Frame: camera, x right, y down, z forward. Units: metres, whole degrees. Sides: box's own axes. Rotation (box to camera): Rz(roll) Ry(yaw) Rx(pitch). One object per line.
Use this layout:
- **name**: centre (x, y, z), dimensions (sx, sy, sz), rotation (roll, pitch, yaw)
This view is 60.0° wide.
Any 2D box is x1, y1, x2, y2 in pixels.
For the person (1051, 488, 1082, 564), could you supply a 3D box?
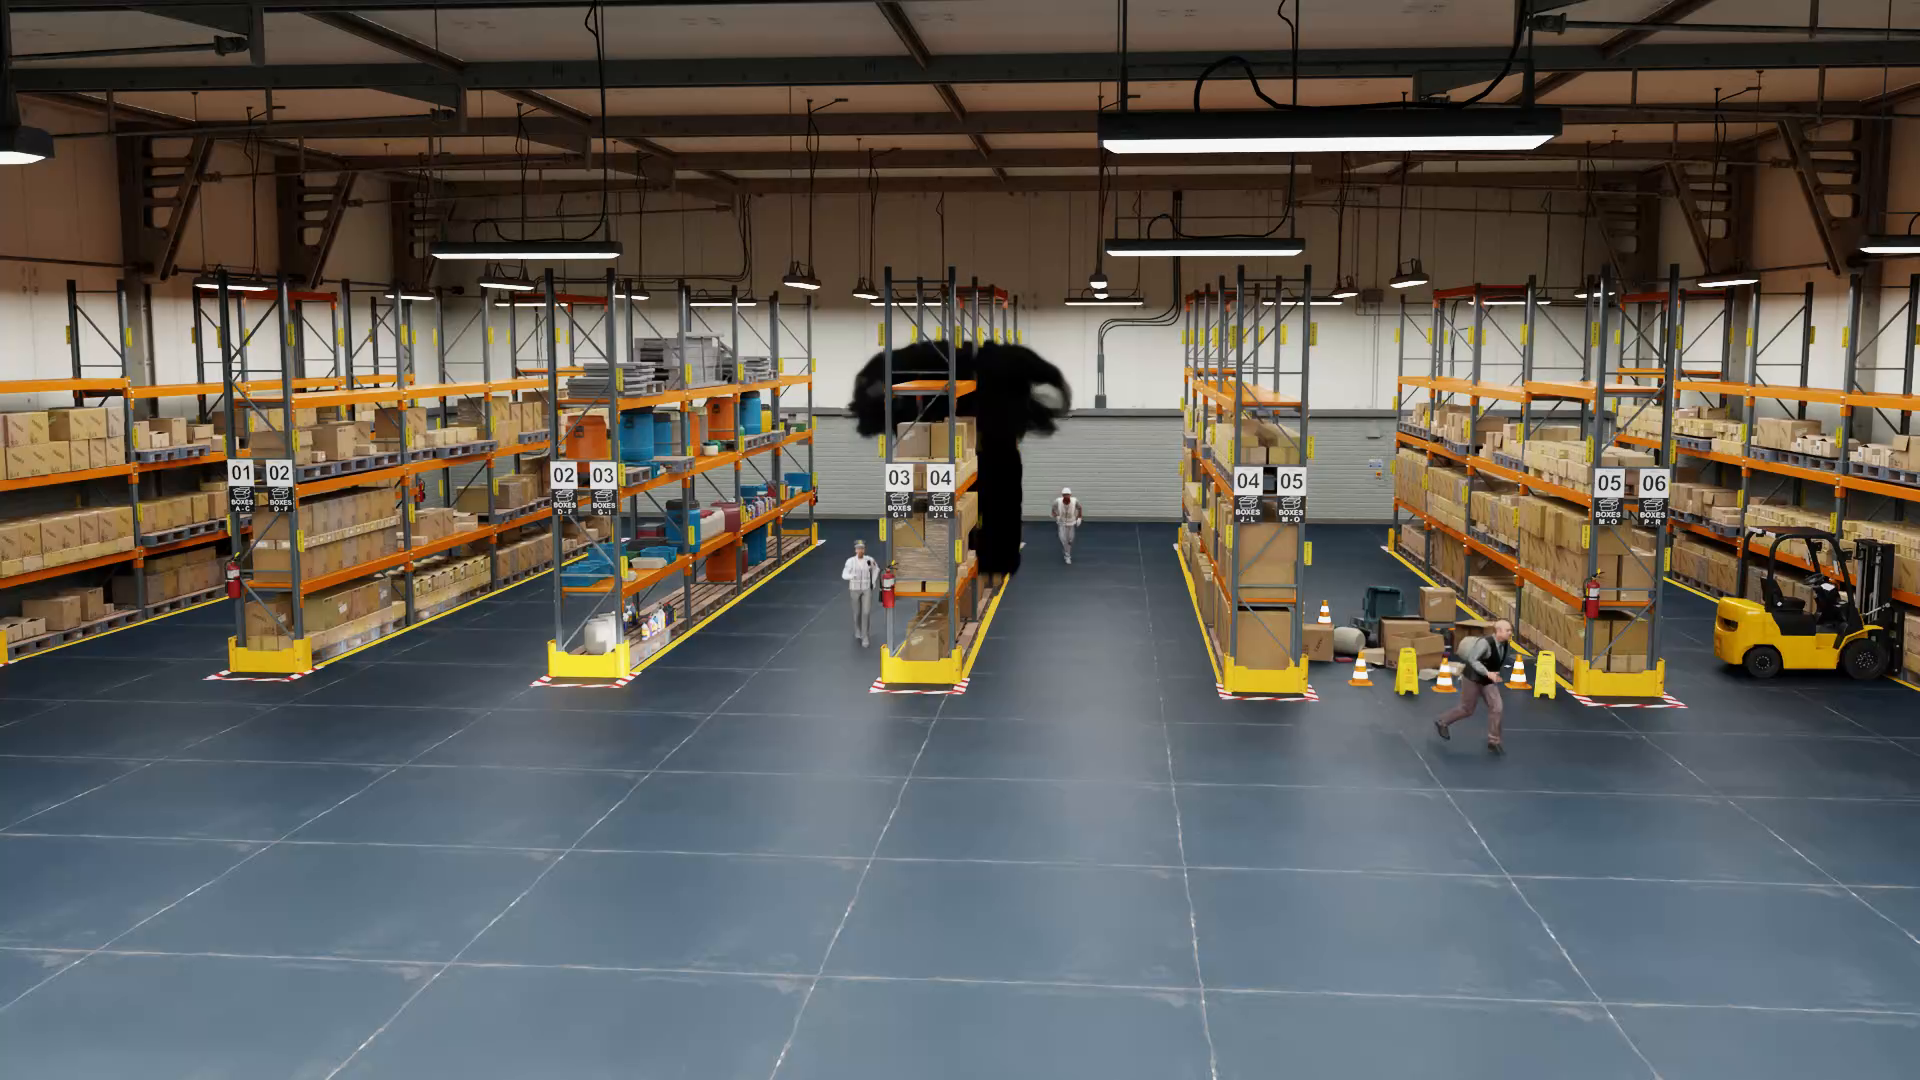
- **person**: centre (2.377, -0.330, 37.111), dimensions (0.676, 1.704, 0.769), rotation (1, 7, 6)

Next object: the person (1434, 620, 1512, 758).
- **person**: centre (6.258, 1.756, 20.250), dimensions (0.697, 1.681, 1.007), rotation (-6, 9, -43)

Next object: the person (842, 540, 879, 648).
- **person**: centre (-1.622, 0.842, 27.218), dimensions (0.606, 1.717, 0.874), rotation (-1, 7, -4)
